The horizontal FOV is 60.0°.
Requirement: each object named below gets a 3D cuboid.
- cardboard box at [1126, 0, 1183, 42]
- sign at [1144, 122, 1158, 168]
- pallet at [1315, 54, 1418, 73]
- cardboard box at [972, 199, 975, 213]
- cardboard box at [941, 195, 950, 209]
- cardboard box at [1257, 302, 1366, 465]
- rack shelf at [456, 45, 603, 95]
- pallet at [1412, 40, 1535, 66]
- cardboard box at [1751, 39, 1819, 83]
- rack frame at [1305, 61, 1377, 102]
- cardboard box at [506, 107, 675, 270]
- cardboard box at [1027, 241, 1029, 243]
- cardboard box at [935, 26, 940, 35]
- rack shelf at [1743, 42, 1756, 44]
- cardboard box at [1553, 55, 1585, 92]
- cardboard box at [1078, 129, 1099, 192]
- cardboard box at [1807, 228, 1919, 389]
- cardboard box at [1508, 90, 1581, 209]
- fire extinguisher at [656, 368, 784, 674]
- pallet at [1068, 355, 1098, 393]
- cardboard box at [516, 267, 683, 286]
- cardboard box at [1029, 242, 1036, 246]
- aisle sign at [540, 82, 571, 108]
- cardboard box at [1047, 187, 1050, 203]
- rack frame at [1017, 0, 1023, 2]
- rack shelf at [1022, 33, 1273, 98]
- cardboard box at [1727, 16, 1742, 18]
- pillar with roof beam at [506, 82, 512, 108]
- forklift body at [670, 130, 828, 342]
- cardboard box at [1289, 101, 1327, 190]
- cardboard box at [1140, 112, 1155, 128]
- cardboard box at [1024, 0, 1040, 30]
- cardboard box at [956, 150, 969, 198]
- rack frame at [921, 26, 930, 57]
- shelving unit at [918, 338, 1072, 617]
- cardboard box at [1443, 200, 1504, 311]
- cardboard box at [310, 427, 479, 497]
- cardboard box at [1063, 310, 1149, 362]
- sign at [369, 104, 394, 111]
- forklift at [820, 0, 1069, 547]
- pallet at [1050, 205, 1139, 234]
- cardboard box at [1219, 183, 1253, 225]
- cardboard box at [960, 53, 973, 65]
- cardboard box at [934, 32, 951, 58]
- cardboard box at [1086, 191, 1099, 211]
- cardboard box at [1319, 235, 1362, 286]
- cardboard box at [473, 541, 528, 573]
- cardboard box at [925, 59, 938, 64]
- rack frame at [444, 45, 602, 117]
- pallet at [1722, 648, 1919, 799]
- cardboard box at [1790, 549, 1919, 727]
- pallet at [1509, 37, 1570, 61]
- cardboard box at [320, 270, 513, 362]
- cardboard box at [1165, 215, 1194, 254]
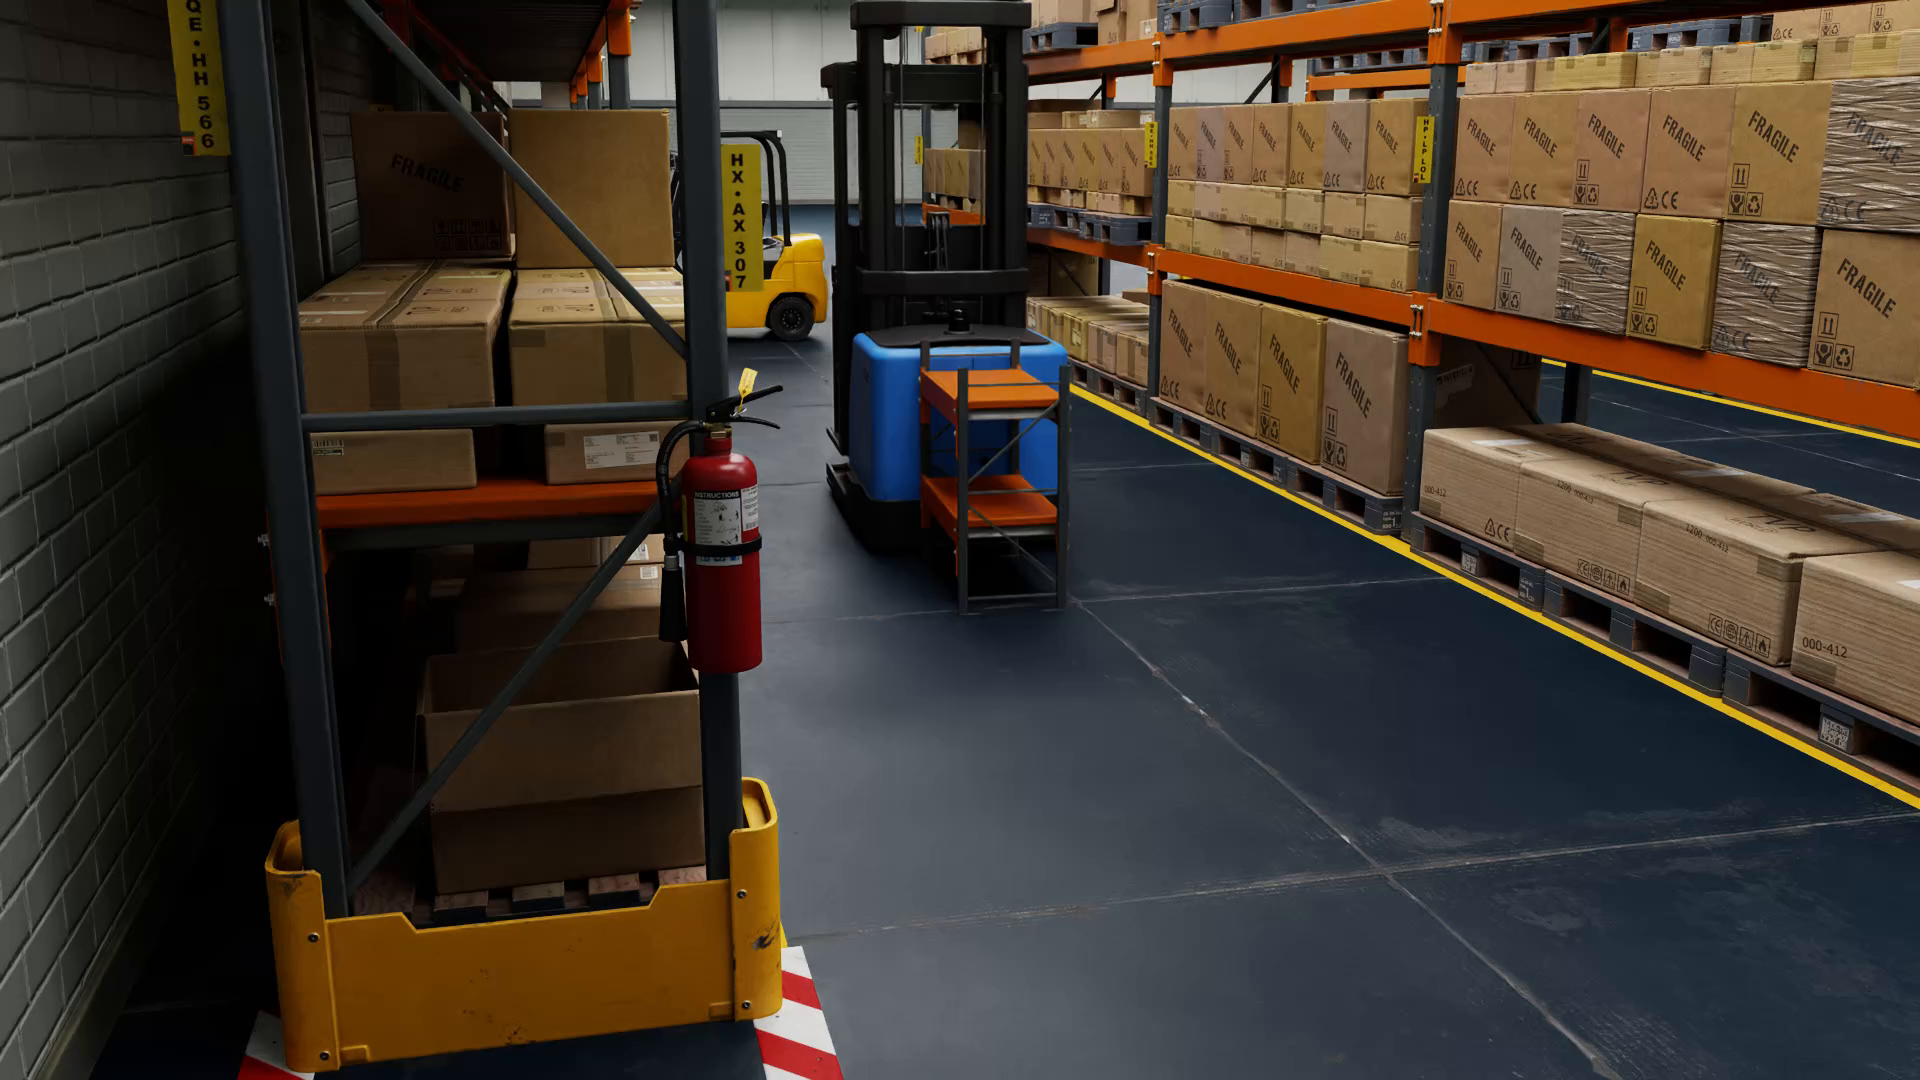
[{"bbox_3d":[1.710,-4.119,12.934,0.700,0.500,0.500,-3,14,-13],"label":"cardboard box"},{"bbox_3d":[1.398,-2.885,12.144,0.100,0.325,0.005,-3,14,-13],"label":"sign"},{"bbox_3d":[5.016,-5.782,20.140,1.003,0.211,1.213,-3,14,-13],"label":"pallet"},{"bbox_3d":[0.339,-3.547,17.652,0.380,0.149,0.250,-4,14,-14],"label":"cardboard box"},{"bbox_3d":[-0.006,-3.843,18.866,0.380,0.149,0.250,-3,14,-12],"label":"cardboard box"},{"bbox_3d":[2.419,-0.989,10.248,0.875,0.875,0.875,-3,14,-12],"label":"cardboard box"},{"bbox_3d":[-3.371,-3.685,12.887,1.077,0.370,4.000,-3,14,-13],"label":"rack shelf"},{"bbox_3d":[5.589,-5.219,17.836,1.003,0.211,1.213,-3,14,-13],"label":"pallet"},{"bbox_3d":[3.170,-1.761,6.129,0.380,0.149,0.250,-3,14,-12],"label":"cardboard box"},{"bbox_3d":[4.832,-4.538,21.183,1.000,3.000,0.127,-3,14,-13],"label":"rack frame"},{"bbox_3d":[-1.219,-1.172,5.514,0.500,0.500,0.500,-3,14,-12],"label":"cardboard box"},{"bbox_3d":[0.723,-3.065,18.479,0.500,0.500,0.500,-4,14,-15],"label":"cardboard box"},{"bbox_3d":[-0.071,-5.868,19.156,0.380,0.149,0.250,-3,14,-14],"label":"cardboard box"},{"bbox_3d":[7.181,-3.339,11.470,1.077,0.370,4.000,-3,14,-13],"label":"rack shelf"},{"bbox_3d":[2.860,-2.057,7.344,0.380,0.149,0.250,-3,14,-14],"label":"cardboard box"},{"bbox_3d":[1.294,-3.115,13.635,0.500,0.500,0.500,-4,14,-17],"label":"cardboard box"},{"bbox_3d":[3.328,-0.810,5.711,0.500,0.500,0.500,-4,14,-14],"label":"cardboard box"},{"bbox_3d":[2.851,-1.765,7.514,0.500,0.500,0.500,-3,14,-14],"label":"cardboard box"},{"bbox_3d":[-0.538,-0.044,3.735,0.296,0.674,0.183,-3,14,-13],"label":"fire extinguisher"},{"bbox_3d":[1.458,-1.500,14.624,1.003,0.211,1.213,-3,14,-13],"label":"pallet"},{"bbox_3d":[-1.108,-0.695,5.141,0.500,0.250,0.500,-4,14,-14],"label":"cardboard box"},{"bbox_3d":[0.948,-3.228,17.781,0.380,0.149,0.250,-2,14,-10],"label":"cardboard box"},{"bbox_3d":[-4.510,-5.256,18.643,0.394,0.787,0.004,-3,14,-13],"label":"aisle sign"},{"bbox_3d":[0.997,-3.134,15.080,0.380,0.149,0.250,-2,14,-10],"label":"cardboard box"},{"bbox_3d":[0.984,-6.231,15.470,1.000,3.000,0.127,-3,14,-13],"label":"rack frame"},{"bbox_3d":[1.453,-3.963,14.023,1.077,0.370,4.000,-3,14,-13],"label":"rack shelf"},{"bbox_3d":[6.356,-4.415,13.755,0.380,0.166,0.250,-3,14,-13],"label":"cardboard box"},{"bbox_3d":[-8.353,-13.826,46.558,9.100,9.000,0.400,-3,14,-13],"label":"pillar with roof beam"},{"bbox_3d":[-2.561,-3.214,17.549,2.313,2.155,1.214,-3,14,-13],"label":"forklift body"},{"bbox_3d":[2.285,-2.331,9.832,0.500,0.500,0.500,-3,14,-11],"label":"cardboard box"},{"bbox_3d":[1.573,-3.715,14.722,0.380,0.149,0.250,-4,14,-16],"label":"cardboard box"},{"bbox_3d":[0.851,-4.631,14.672,0.500,0.250,0.500,-3,14,-14],"label":"cardboard box"},{"bbox_3d":[0.259,-3.954,17.953,0.500,0.500,0.500,-4,14,-14],"label":"cardboard box"},{"bbox_3d":[0.044,-7.154,19.247,1.000,3.000,0.127,-3,14,-13],"label":"rack frame"},{"bbox_3d":[0.145,-0.332,7.917,0.538,1.125,1.048,-3,14,-10],"label":"shelving unit"},{"bbox_3d":[2.718,-1.397,8.113,0.500,0.500,0.500,-3,14,-11],"label":"cardboard box"},{"bbox_3d":[-1.361,-0.210,3.996,0.380,0.149,0.250,-3,14,-14],"label":"cardboard box"},{"bbox_3d":[1.446,-1.797,14.615,0.950,0.372,0.625,-3,14,-11],"label":"cardboard box"},{"bbox_3d":[-2.500,-1.724,7.224,0.100,0.325,0.005,-3,14,-13],"label":"sign"},{"bbox_3d":[-0.207,-1.690,9.668,1.130,2.935,3.031,-3,14,-10],"label":"forklift"},{"bbox_3d":[1.418,-2.755,14.287,1.003,0.211,1.213,-3,14,-13],"label":"pallet"},{"bbox_3d":[2.027,-2.198,10.867,0.500,0.250,0.500,-3,14,-13],"label":"cardboard box"},{"bbox_3d":[0.215,-5.123,17.786,0.380,0.149,0.250,-4,14,-15],"label":"cardboard box"},{"bbox_3d":[0.012,-5.520,18.572,0.500,0.250,0.500,-3,14,-14],"label":"cardboard box"},{"bbox_3d":[1.252,-2.773,13.601,0.380,0.149,0.250,-3,14,-12],"label":"cardboard box"},{"bbox_3d":[2.394,-1.605,9.493,0.500,0.250,0.500,-3,14,-14],"label":"cardboard box"},{"bbox_3d":[-1.480,0.154,6.357,0.700,0.500,0.500,-4,14,-15],"label":"cardboard box"},{"bbox_3d":[-0.194,-5.480,19.245,0.380,0.149,0.250,-3,14,-13],"label":"cardboard box"},{"bbox_3d":[-2.901,-2.116,11.269,1.000,3.000,0.127,-3,14,-13],"label":"rack frame"},{"bbox_3d":[3.538,0.626,5.919,1.003,0.211,1.213,-3,14,-13],"label":"pallet"},{"bbox_3d":[3.550,0.346,5.705,0.875,0.438,0.875,-4,14,-15],"label":"cardboard box"},{"bbox_3d":[6.035,-4.771,16.219,0.805,0.209,1.217,-4,14,-15],"label":"pallet"},{"bbox_3d":[-1.620,-0.667,5.027,0.500,0.250,0.500,-3,14,-11],"label":"cardboard box"},{"bbox_3d":[1.793,-2.194,11.903,0.500,0.250,0.500,-4,14,-14],"label":"cardboard box"}]
